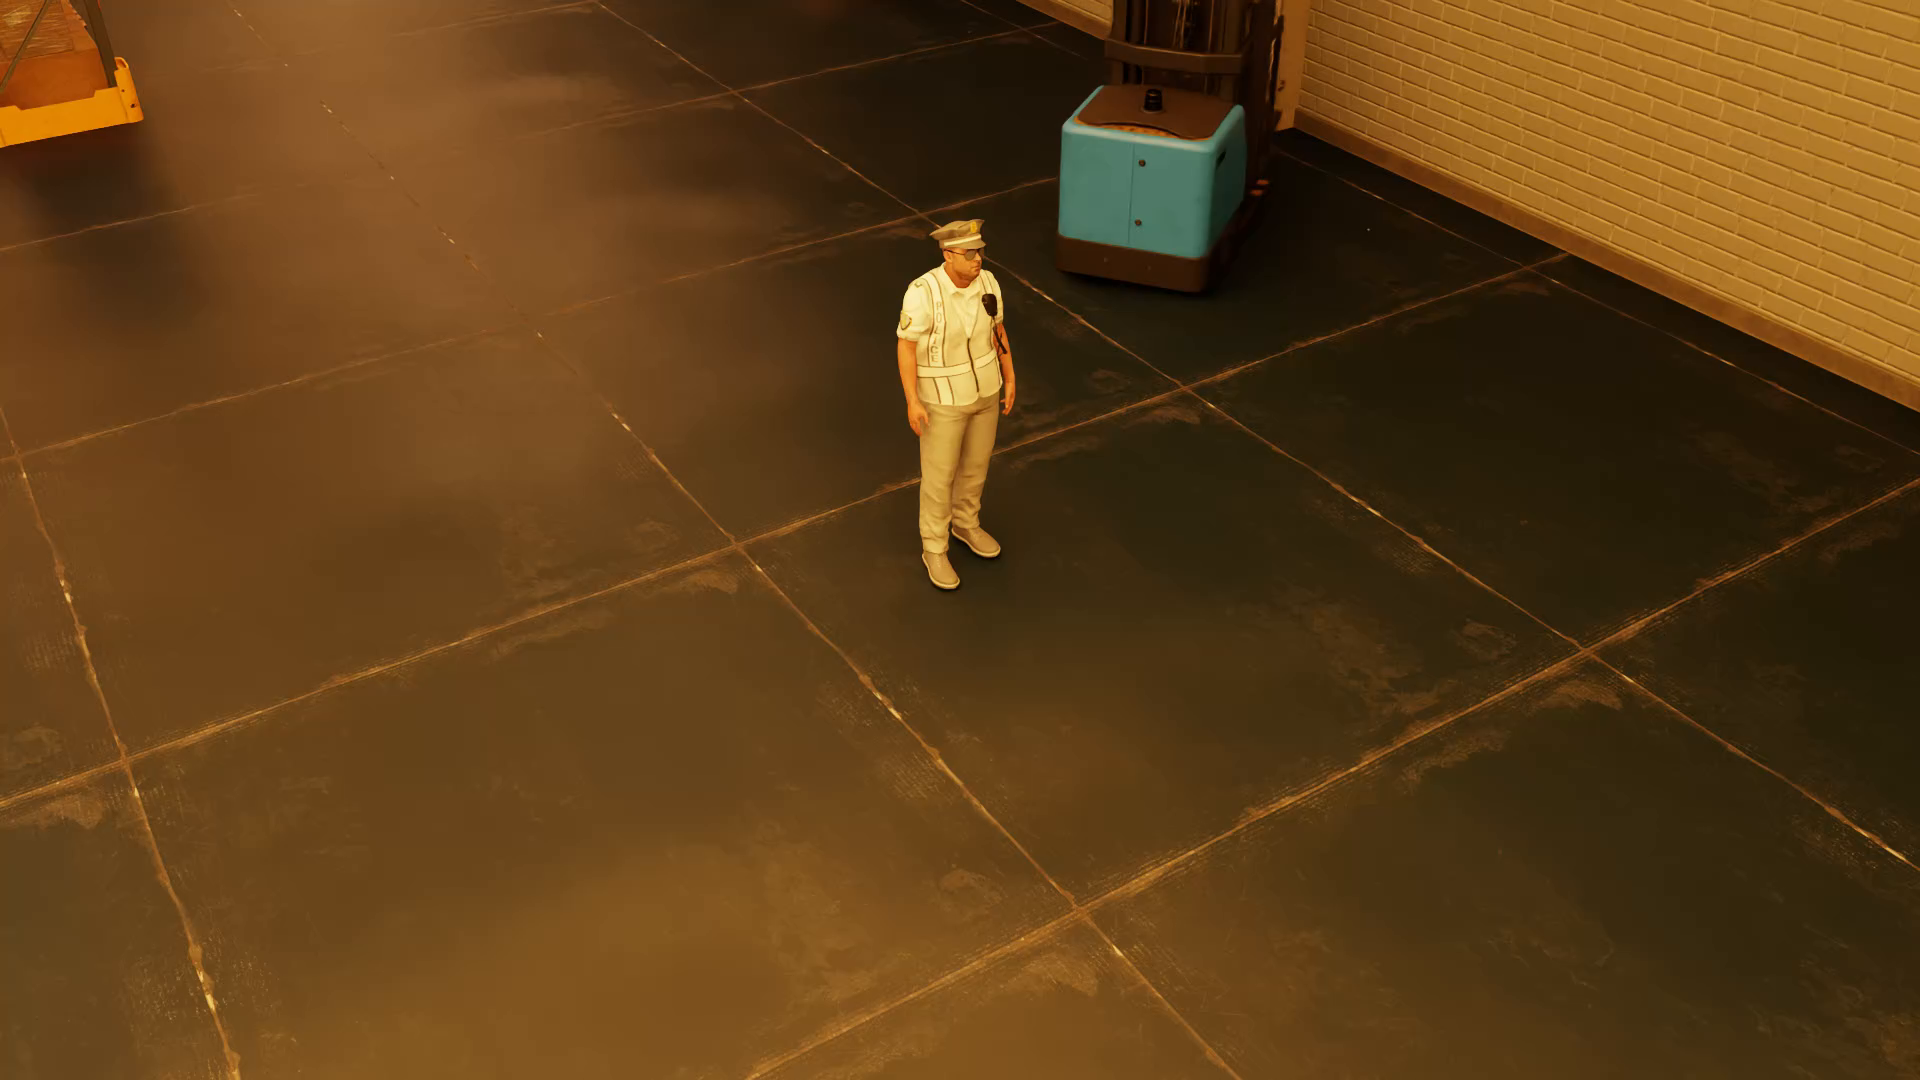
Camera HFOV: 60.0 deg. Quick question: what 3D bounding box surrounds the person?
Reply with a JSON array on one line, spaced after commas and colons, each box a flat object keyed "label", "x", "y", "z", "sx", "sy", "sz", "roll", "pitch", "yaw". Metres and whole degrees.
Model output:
[{"label": "person", "x": 0.032, "y": -0.694, "z": 8.122, "sx": 0.640, "sy": 1.781, "sz": 0.575, "roll": -21, "pitch": 40, "yaw": -27}]

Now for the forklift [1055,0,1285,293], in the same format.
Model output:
[{"label": "forklift", "x": 1.658, "y": -3.659, "z": 11.355, "sx": 1.130, "sy": 2.935, "sz": 3.031, "roll": 13, "pitch": 37, "yaw": 18}]
